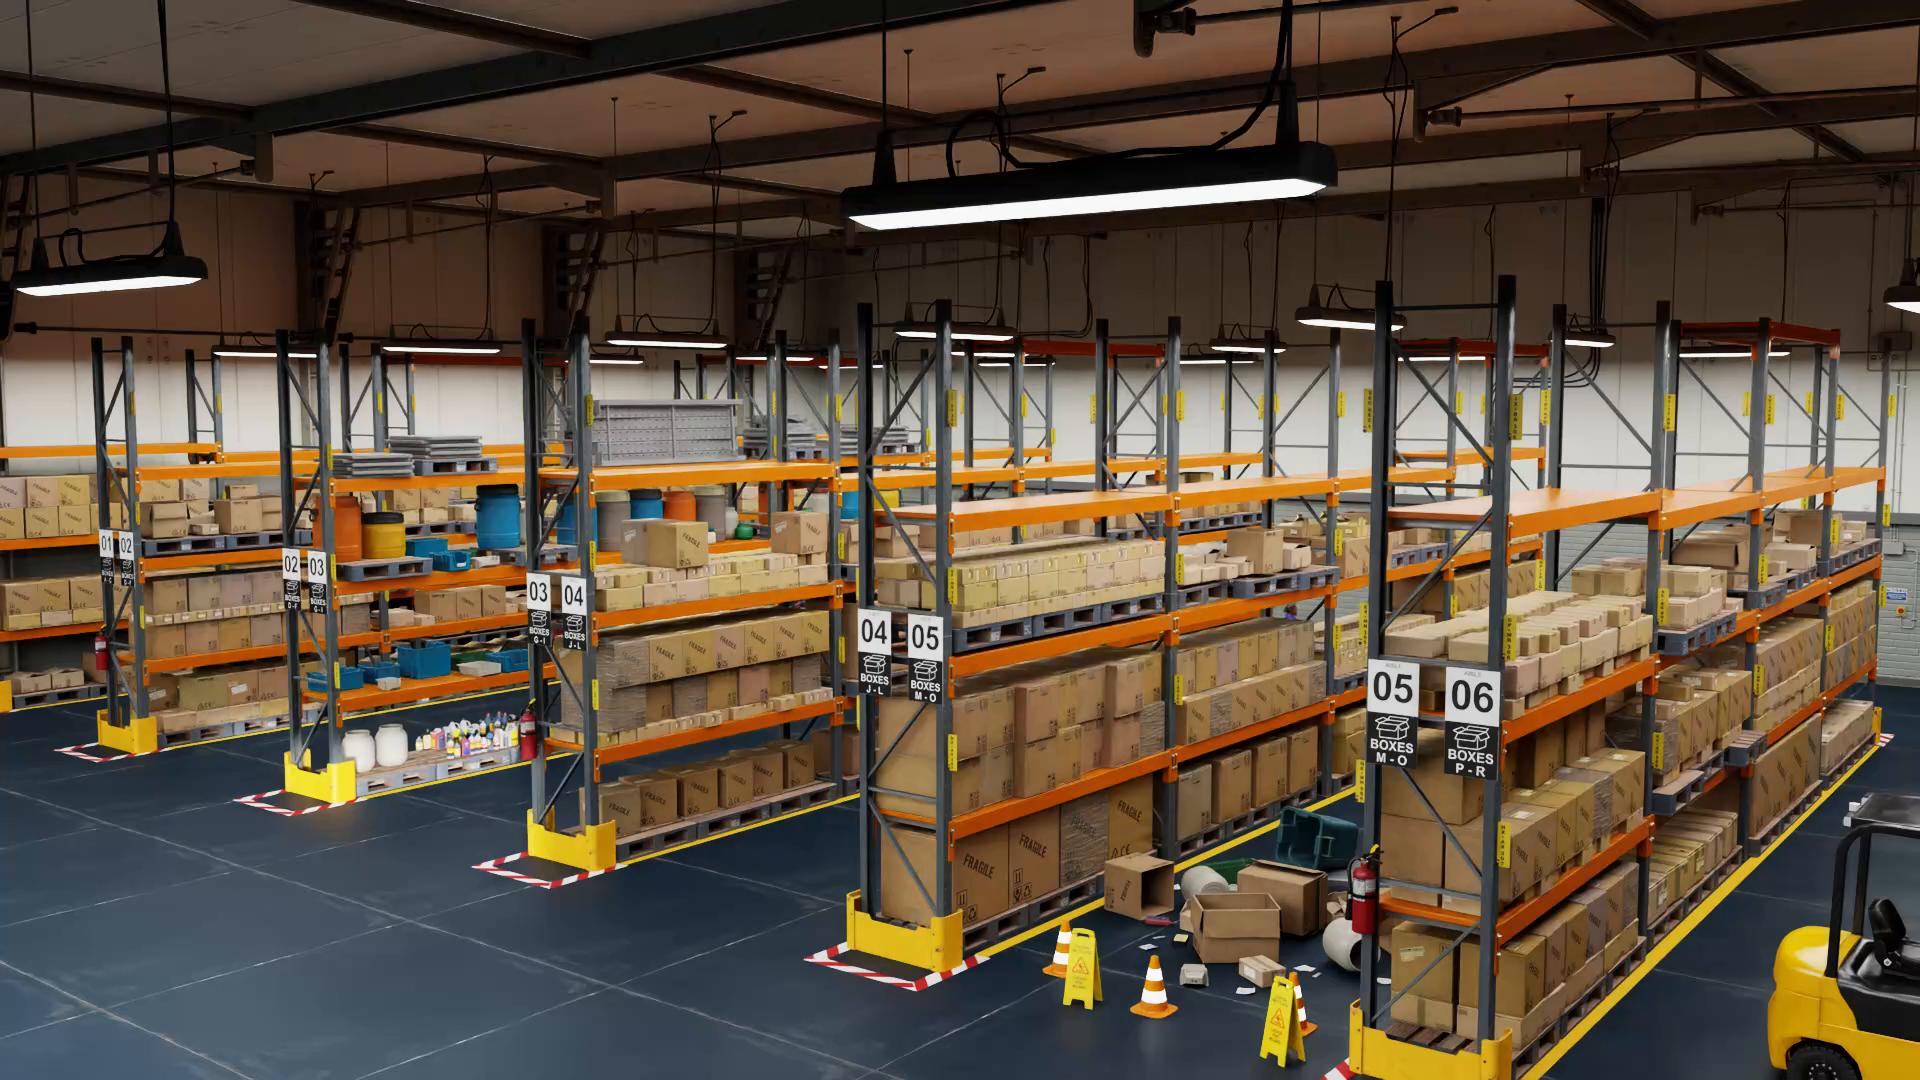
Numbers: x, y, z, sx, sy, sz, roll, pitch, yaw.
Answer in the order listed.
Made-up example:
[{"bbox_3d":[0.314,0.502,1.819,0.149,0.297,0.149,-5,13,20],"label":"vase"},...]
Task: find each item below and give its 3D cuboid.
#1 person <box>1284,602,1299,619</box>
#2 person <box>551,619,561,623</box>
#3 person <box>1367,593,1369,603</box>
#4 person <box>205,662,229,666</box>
[{"bbox_3d":[5.563,1.883,28.340,0.450,1.643,0.519,0,5,4],"label":"person"},{"bbox_3d":[-8.172,1.432,33.458,0.480,1.616,0.857,4,6,35],"label":"person"},{"bbox_3d":[8.395,1.426,32.851,0.594,1.773,0.841,-3,6,-29],"label":"person"},{"bbox_3d":[-12.354,1.902,27.626,0.600,1.765,0.782,1,5,14],"label":"person"}]
